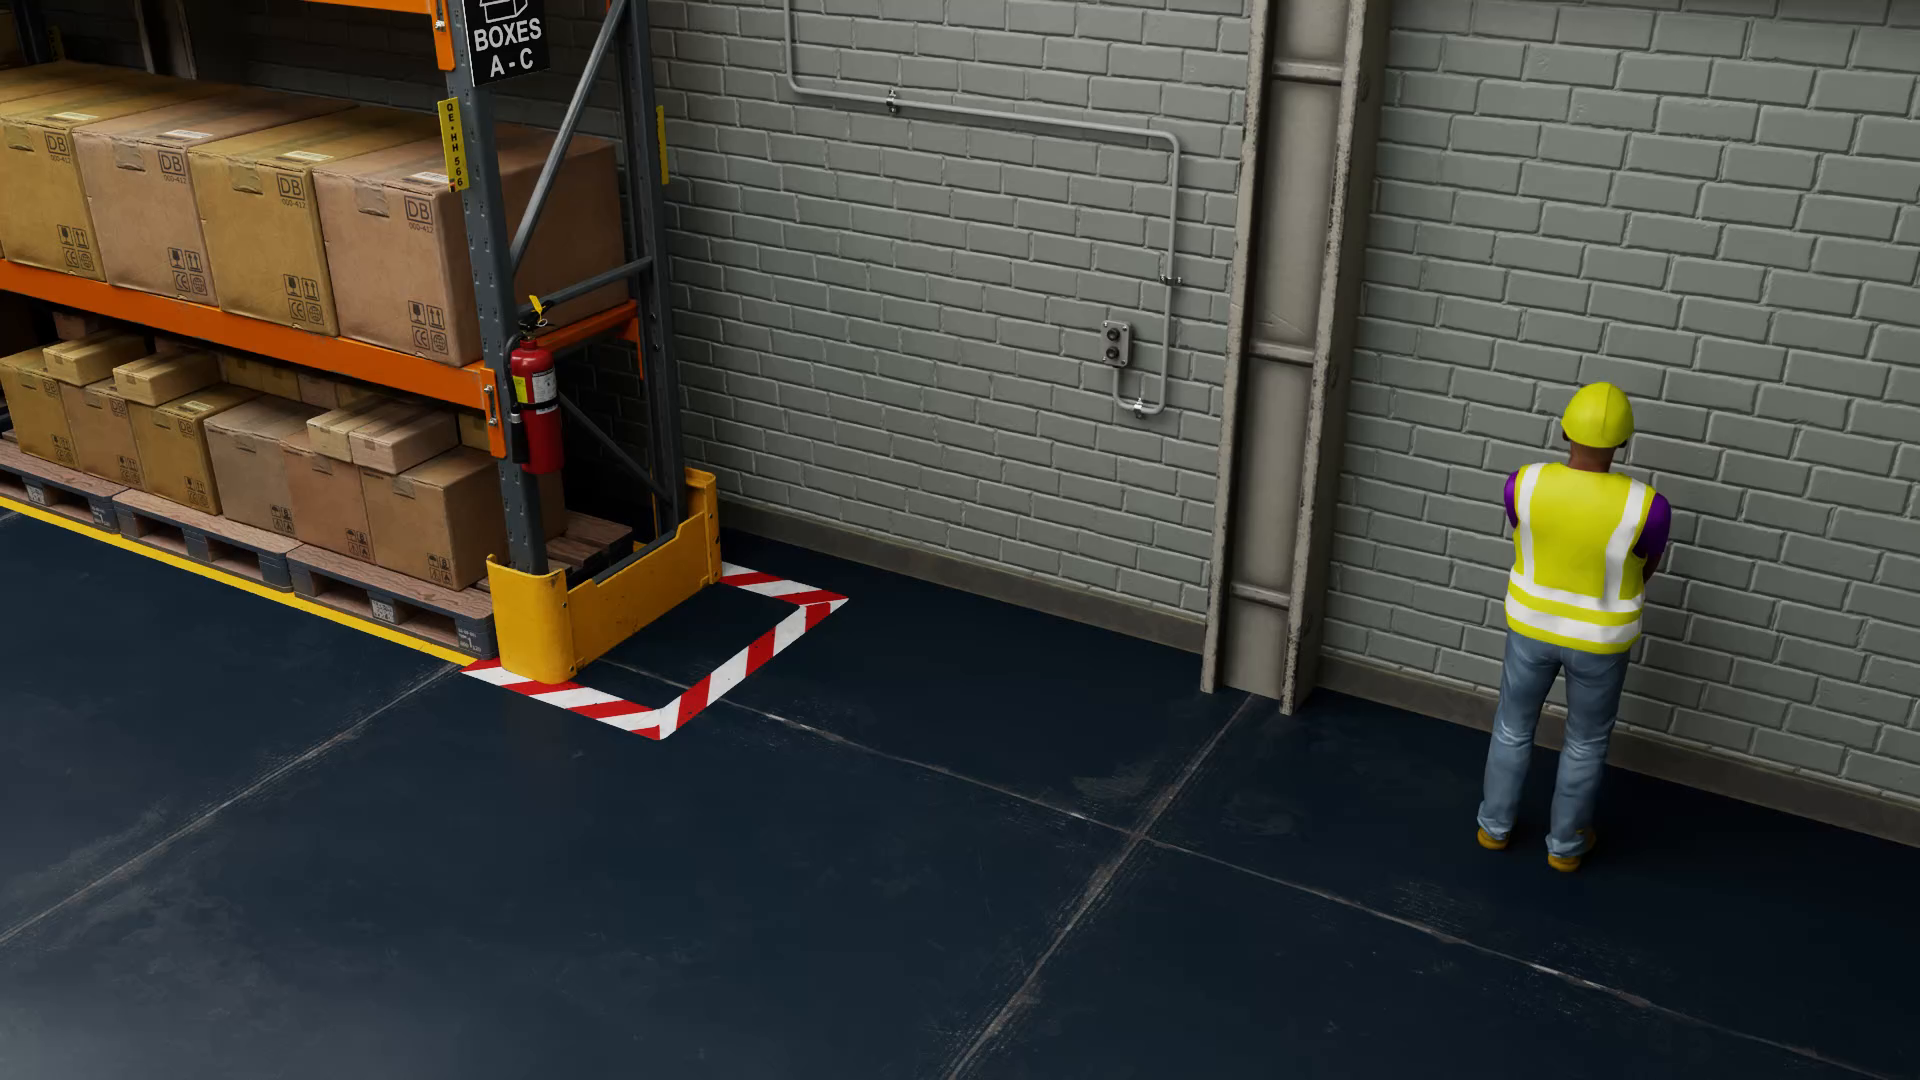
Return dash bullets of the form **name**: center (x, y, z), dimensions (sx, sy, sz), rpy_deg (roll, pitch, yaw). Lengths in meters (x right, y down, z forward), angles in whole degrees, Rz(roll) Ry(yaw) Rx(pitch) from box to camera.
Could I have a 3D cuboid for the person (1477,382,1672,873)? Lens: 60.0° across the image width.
- **person**: center (2.053, 0.255, 5.580), dimensions (0.502, 1.761, 0.587), rpy_deg (14, 30, 26)
